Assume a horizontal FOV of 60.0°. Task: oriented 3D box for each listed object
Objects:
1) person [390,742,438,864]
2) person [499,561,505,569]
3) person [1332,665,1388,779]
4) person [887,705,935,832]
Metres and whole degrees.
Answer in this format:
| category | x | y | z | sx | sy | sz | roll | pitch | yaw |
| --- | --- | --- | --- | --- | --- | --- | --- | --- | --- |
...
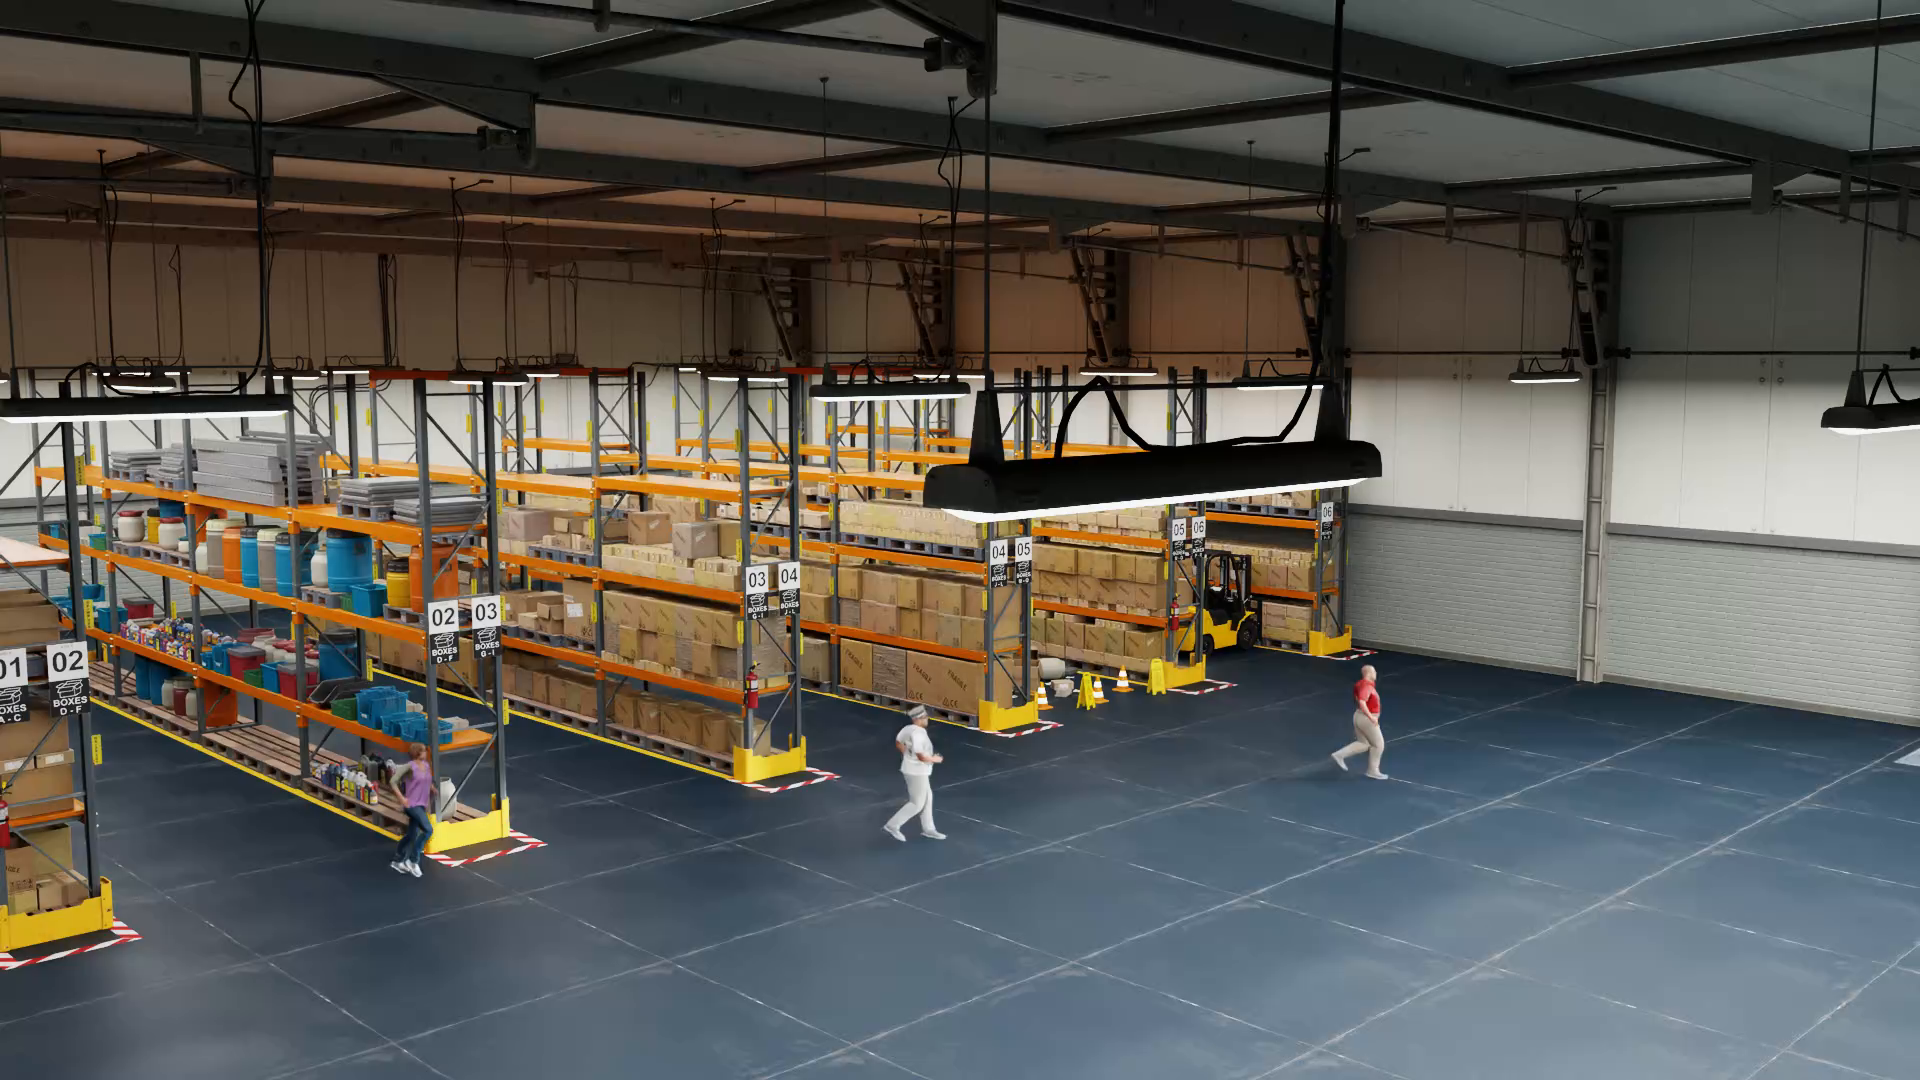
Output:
| category | x | y | z | sx | sy | sz | roll | pitch | yaw |
| --- | --- | --- | --- | --- | --- | --- | --- | --- | --- |
| person | -6.651 | 3.207 | 20.289 | 0.625 | 1.458 | 0.477 | 1 | 7 | 7 |
| person | -11.239 | 0.944 | 40.552 | 0.596 | 1.686 | 0.606 | 5 | 8 | 36 |
| person | 5.982 | 2.708 | 24.764 | 0.816 | 1.715 | 0.680 | 0 | 6 | -4 |
| person | -0.638 | 2.971 | 21.490 | 0.677 | 1.685 | 0.465 | -2 | 7 | -16 |
